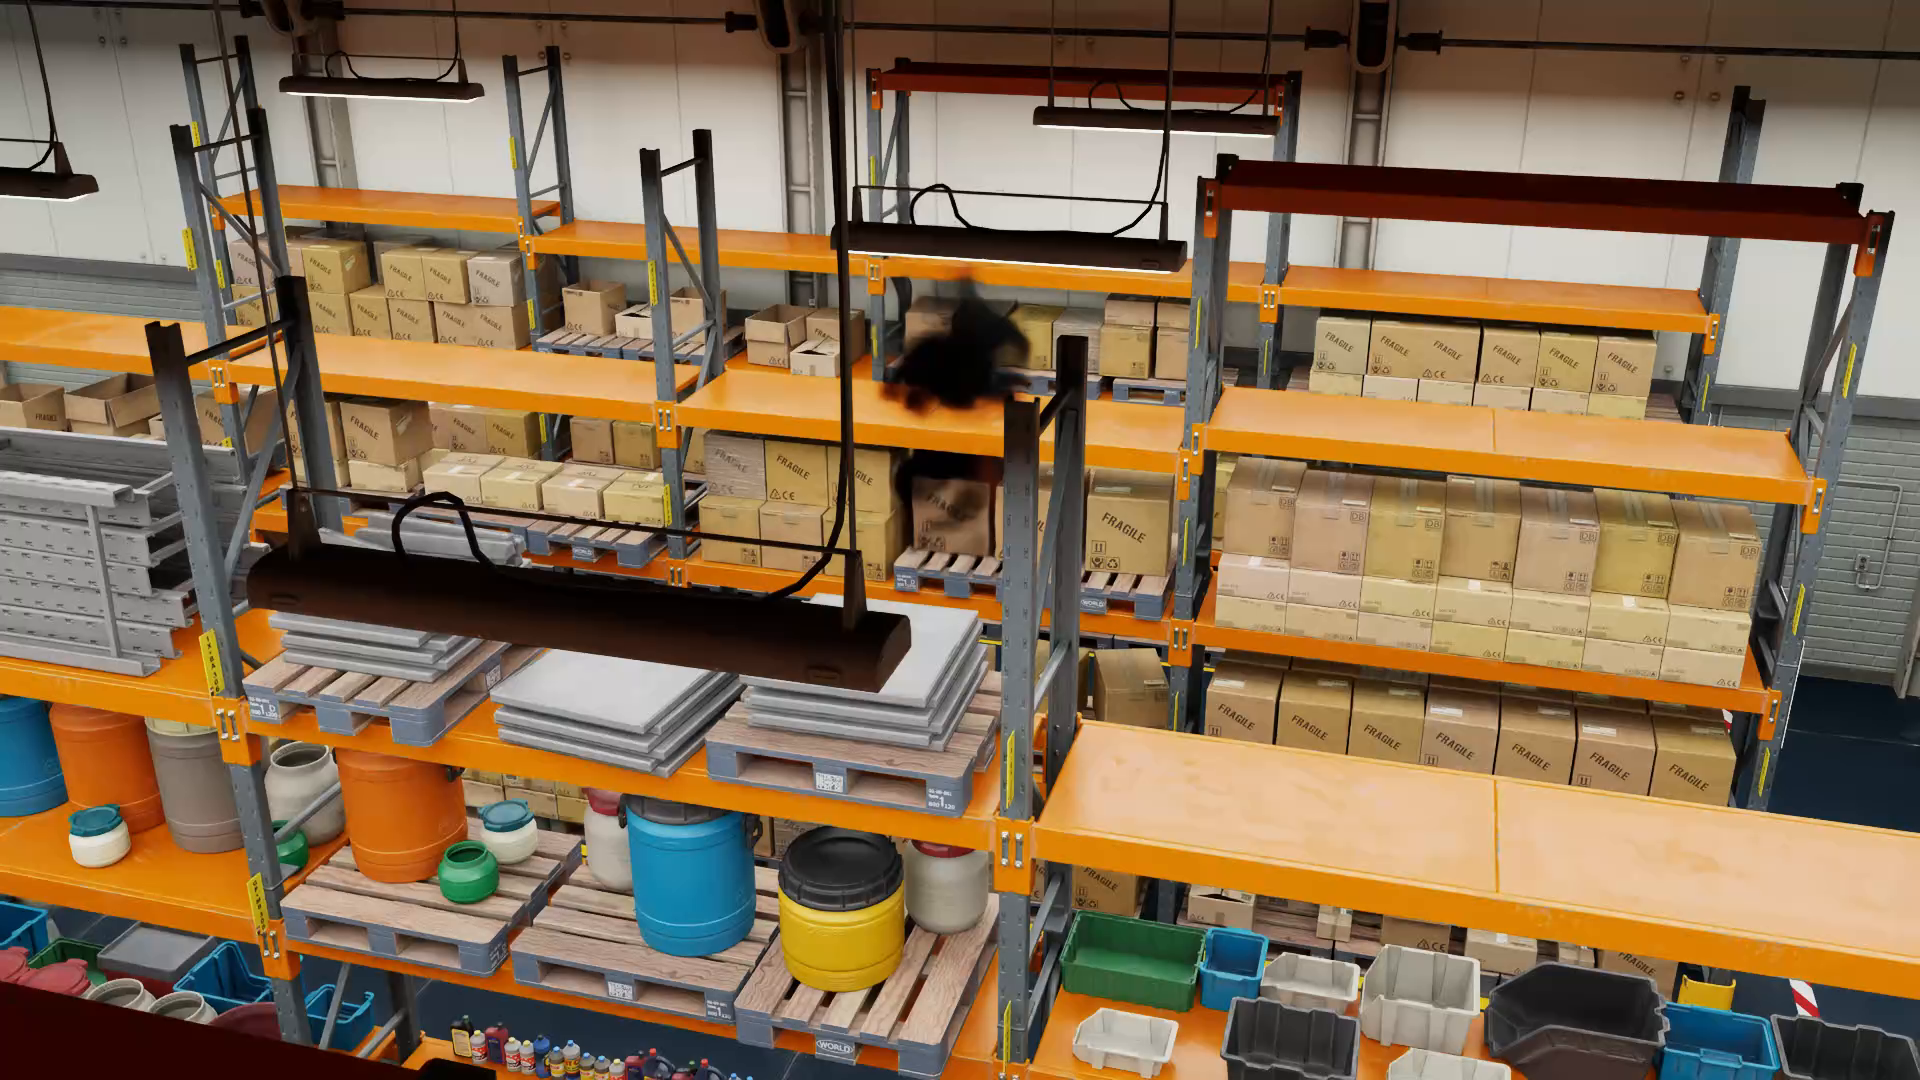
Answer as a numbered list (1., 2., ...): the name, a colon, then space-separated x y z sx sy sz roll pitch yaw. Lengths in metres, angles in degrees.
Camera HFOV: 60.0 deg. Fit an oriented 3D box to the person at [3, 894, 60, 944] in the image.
1. person: -6.871 2.603 12.417 0.556 1.609 0.594 8 24 18
